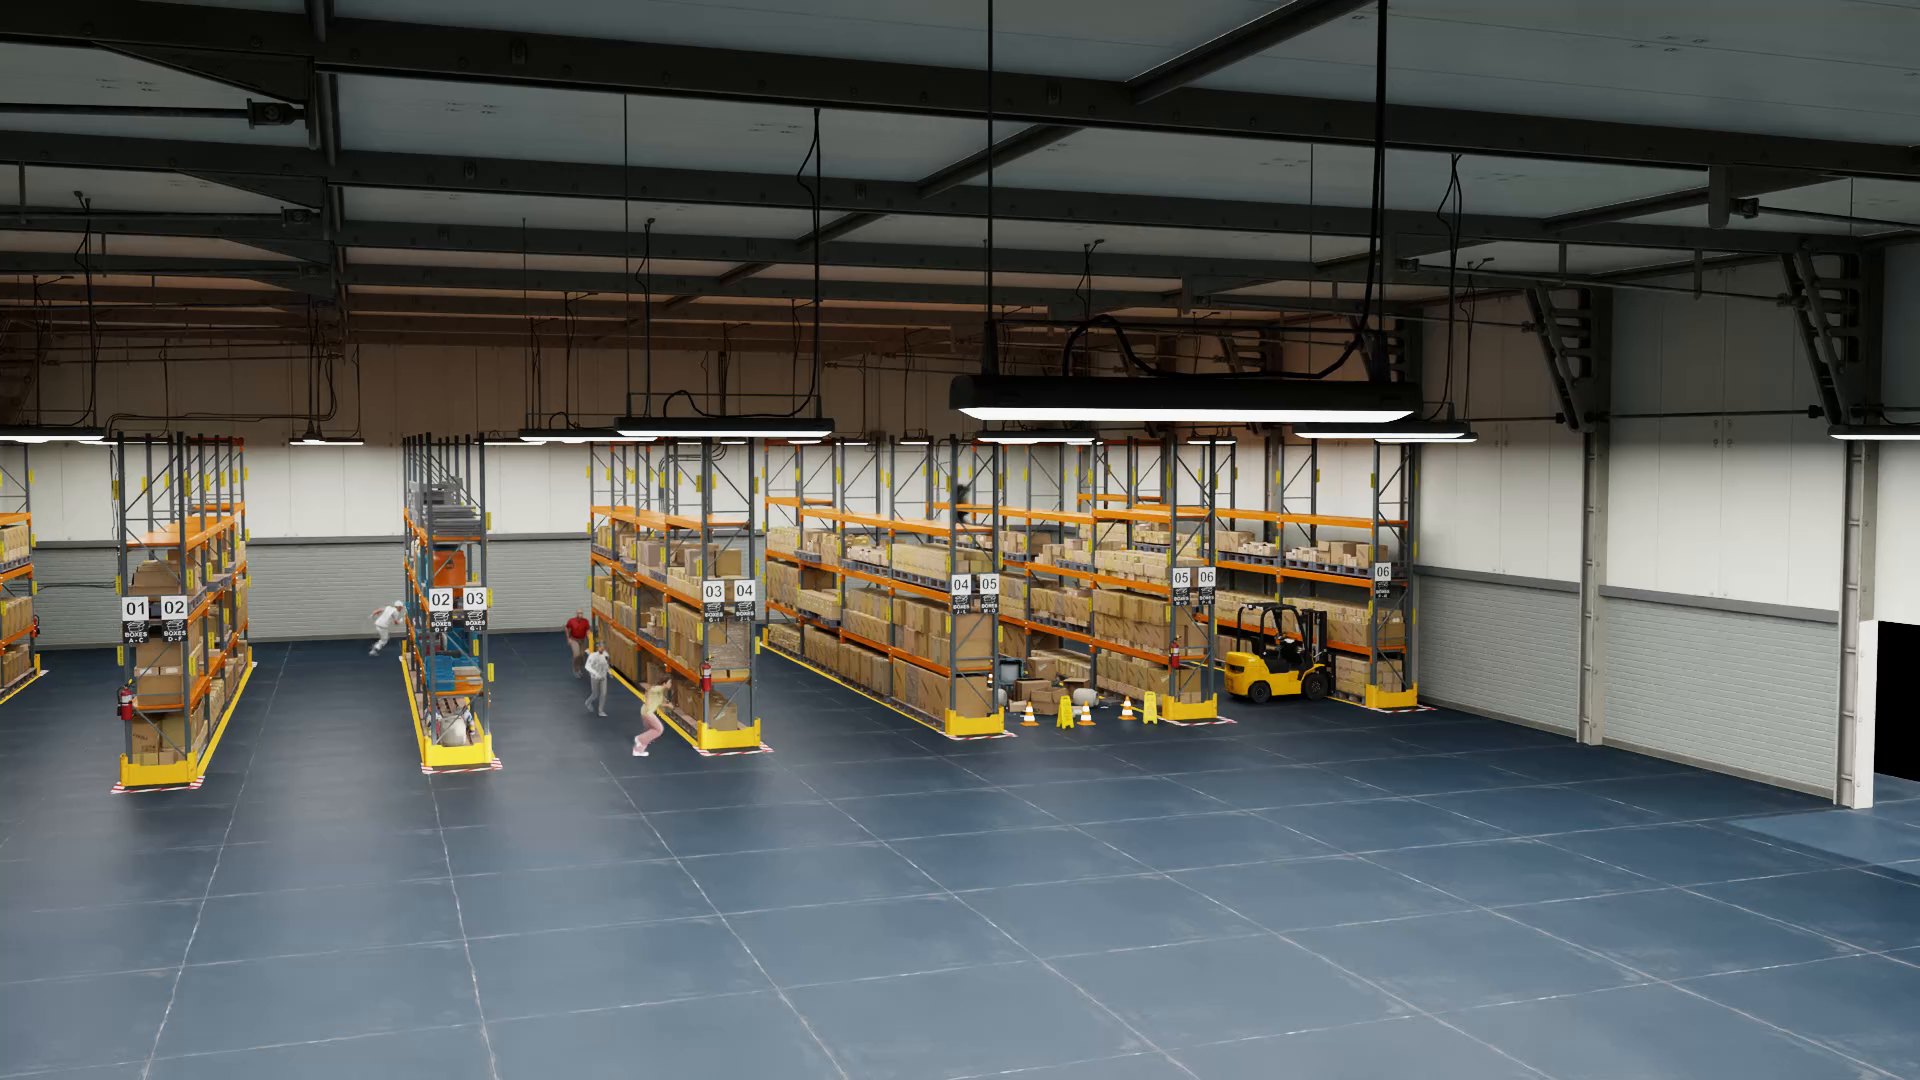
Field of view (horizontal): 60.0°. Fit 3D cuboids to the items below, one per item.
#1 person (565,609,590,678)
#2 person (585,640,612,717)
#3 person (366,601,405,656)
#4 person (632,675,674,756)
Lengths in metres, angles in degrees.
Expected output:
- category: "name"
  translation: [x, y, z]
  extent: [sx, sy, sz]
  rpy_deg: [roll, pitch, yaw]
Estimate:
- category: "person"
  translation: [-9.511, 2.592, 41.503]
  extent: [0.563, 1.767, 0.838]
  rpy_deg: [-2, 4, -32]
- category: "person"
  translation: [-7.768, 2.937, 35.558]
  extent: [0.612, 1.648, 0.772]
  rpy_deg: [-2, 4, -37]
- category: "person"
  translation: [-15.791, 2.431, 45.797]
  extent: [0.686, 1.477, 0.972]
  rpy_deg: [3, 4, 43]
- category: "person"
  translation: [-5.692, 3.265, 30.846]
  extent: [0.776, 1.501, 0.612]
  rpy_deg: [0, 3, -7]
